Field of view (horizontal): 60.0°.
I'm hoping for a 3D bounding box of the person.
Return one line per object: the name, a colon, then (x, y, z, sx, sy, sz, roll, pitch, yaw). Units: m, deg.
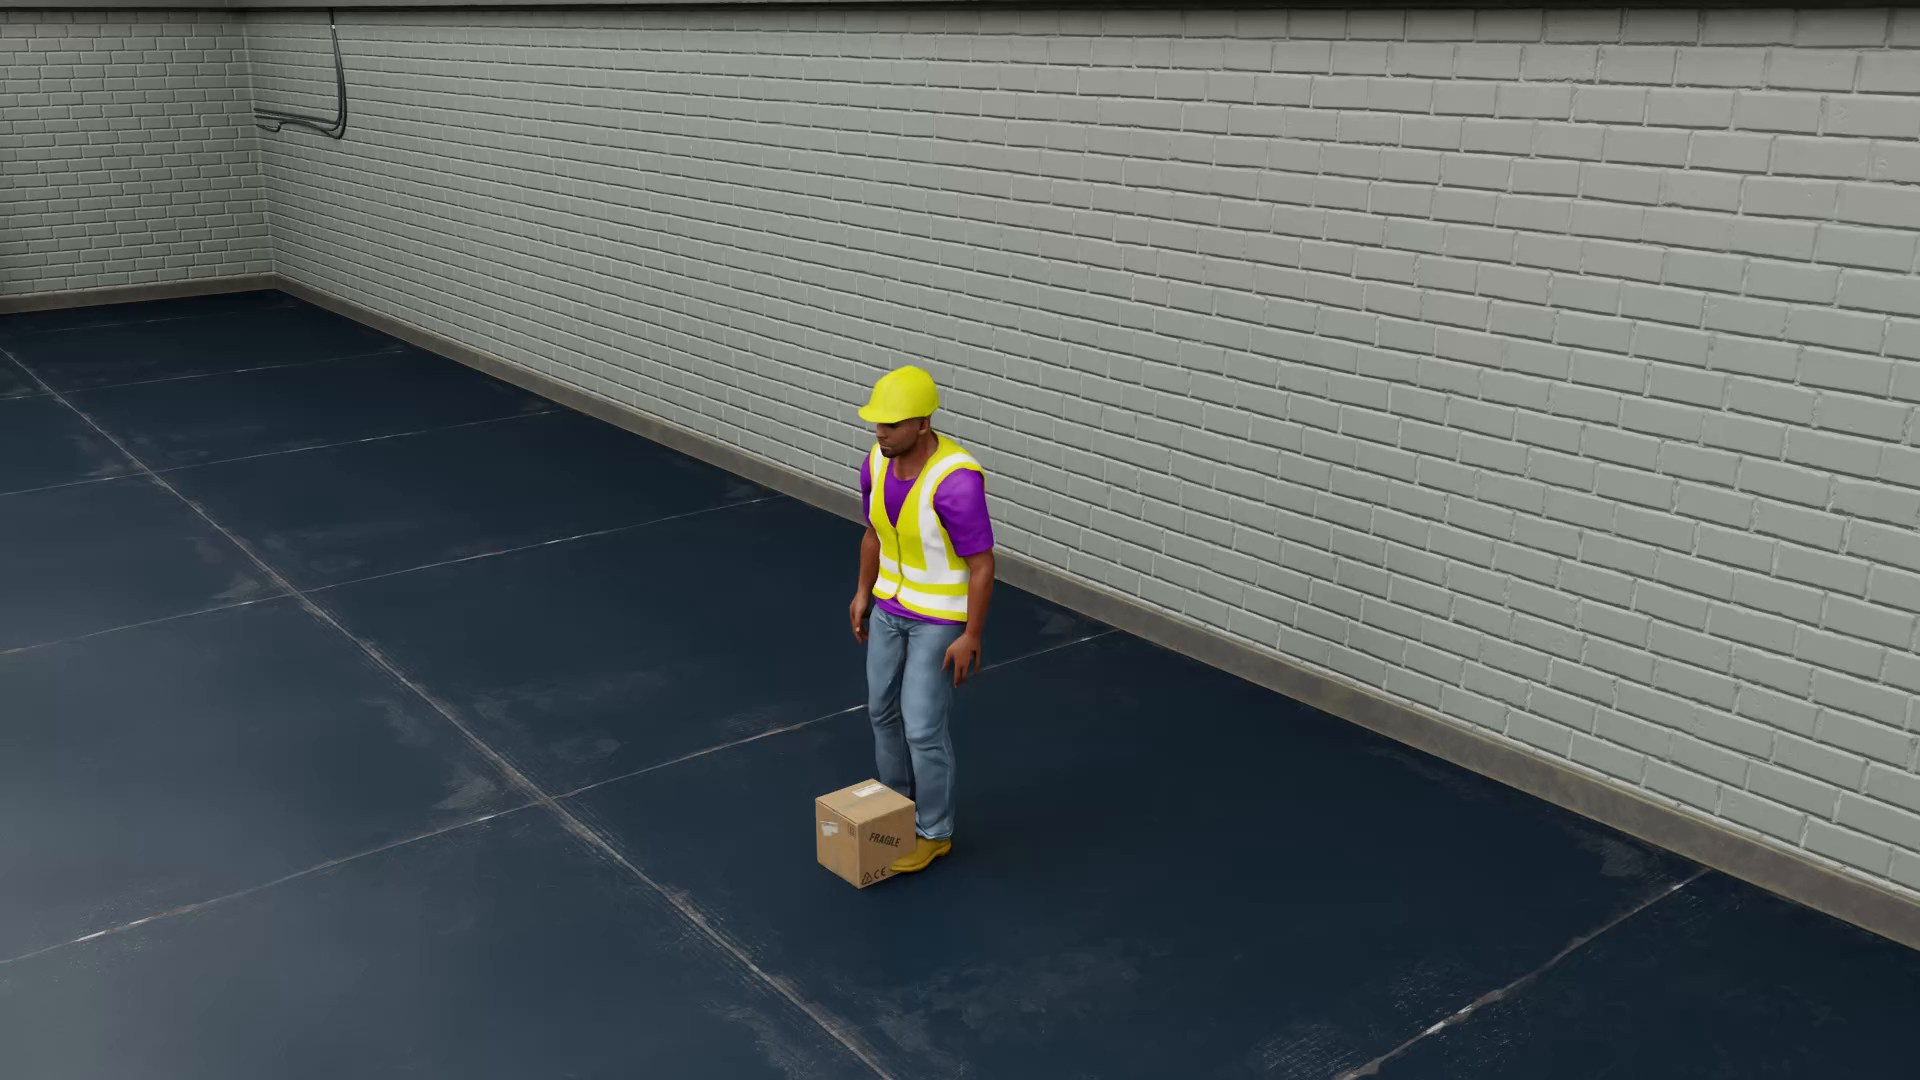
person: (-0.152, 0.258, 5.707, 0.460, 1.759, 0.629, -15, 23, -39)
